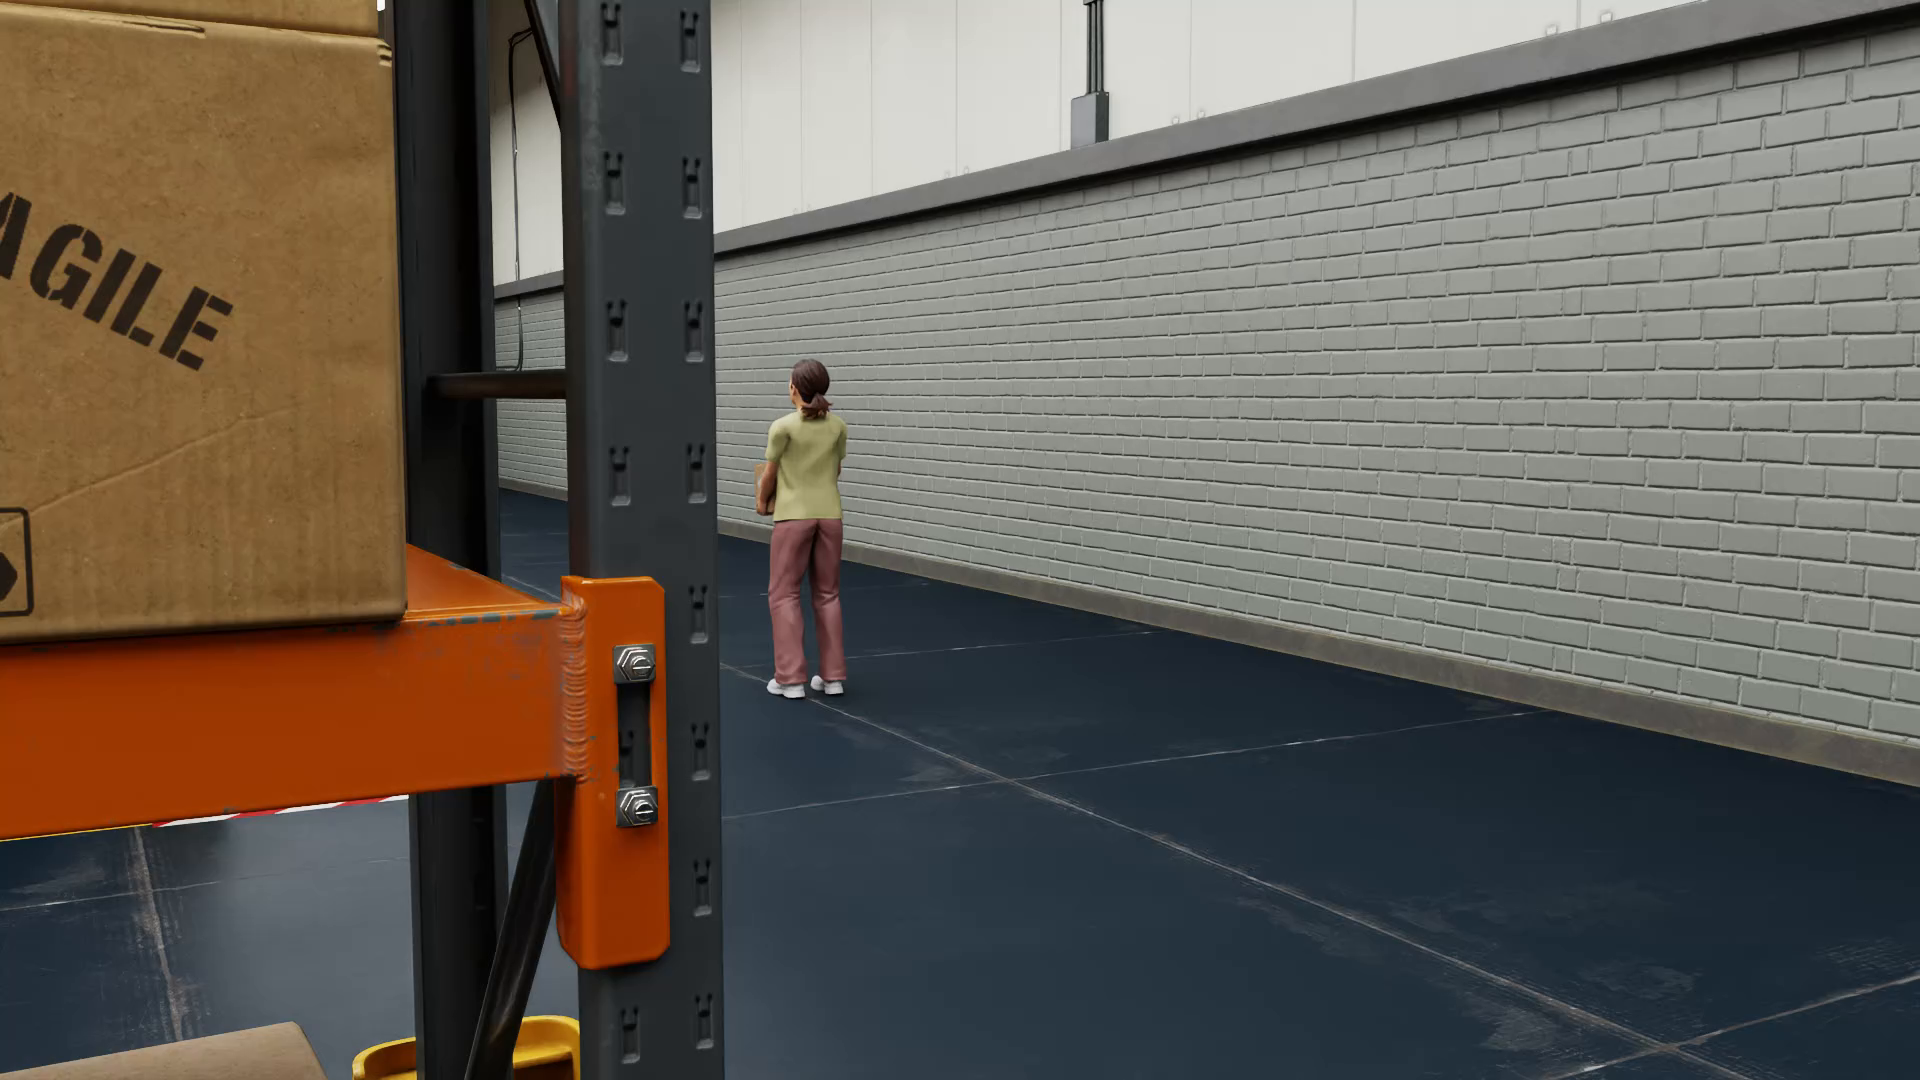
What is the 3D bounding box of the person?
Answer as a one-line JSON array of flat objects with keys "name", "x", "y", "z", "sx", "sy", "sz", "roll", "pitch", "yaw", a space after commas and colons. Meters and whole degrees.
[{"name": "person", "x": -0.790, "y": -0.065, "z": 8.256, "sx": 0.427, "sy": 1.662, "sz": 0.547, "roll": -3, "pitch": 6, "yaw": -29}]
